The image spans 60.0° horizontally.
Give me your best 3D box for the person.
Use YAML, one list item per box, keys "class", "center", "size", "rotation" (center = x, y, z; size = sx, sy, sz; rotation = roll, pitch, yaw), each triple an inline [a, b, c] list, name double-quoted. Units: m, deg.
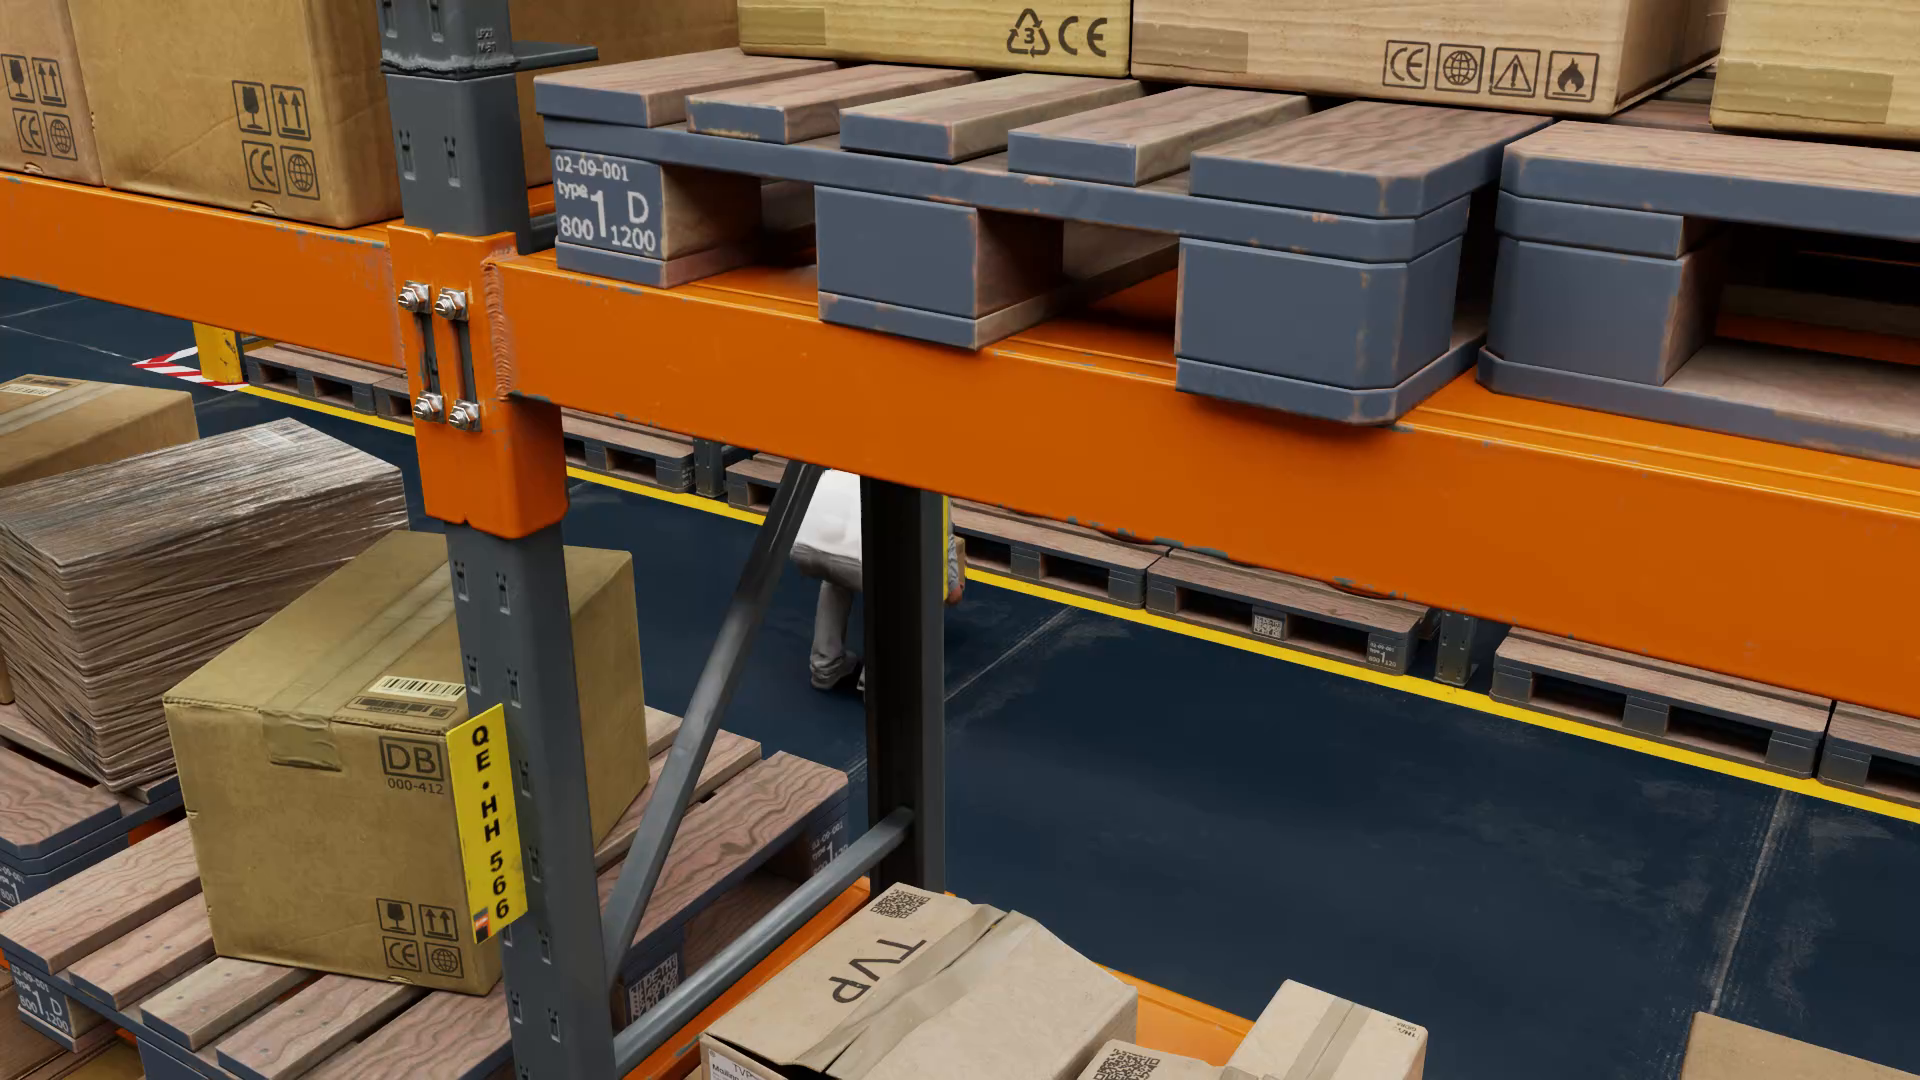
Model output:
- class: "person"
  center: [-0.320, 0.080, 6.866]
  size: [0.519, 1.000, 0.996]
  rotation: [12, 26, 27]
